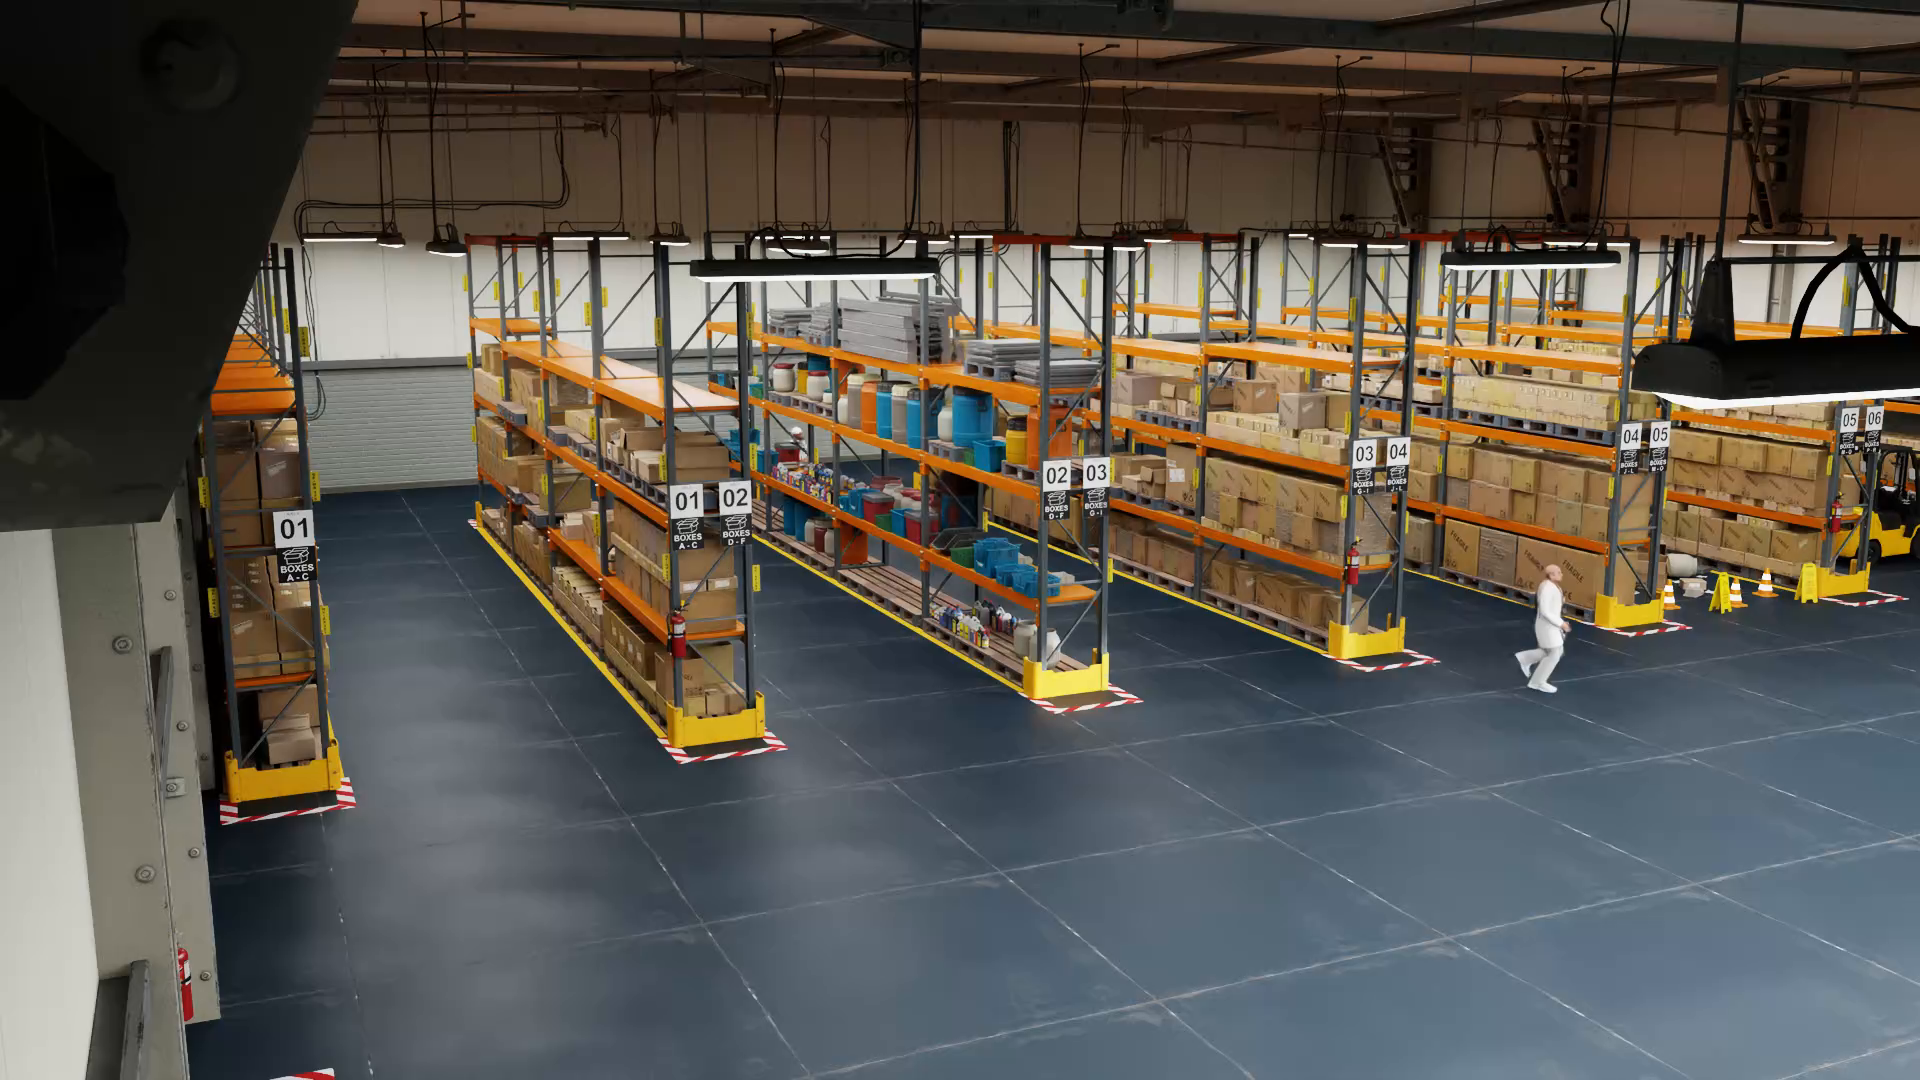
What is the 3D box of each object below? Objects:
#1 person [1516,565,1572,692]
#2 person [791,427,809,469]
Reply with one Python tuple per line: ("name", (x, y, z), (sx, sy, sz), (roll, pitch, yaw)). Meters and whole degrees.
("person", (7.917, 1.182, 22.521), (0.706, 1.749, 0.731), (5, 12, 22))
("person", (-3.623, -1.721, 37.601), (0.536, 1.712, 0.722), (7, 13, 31))
